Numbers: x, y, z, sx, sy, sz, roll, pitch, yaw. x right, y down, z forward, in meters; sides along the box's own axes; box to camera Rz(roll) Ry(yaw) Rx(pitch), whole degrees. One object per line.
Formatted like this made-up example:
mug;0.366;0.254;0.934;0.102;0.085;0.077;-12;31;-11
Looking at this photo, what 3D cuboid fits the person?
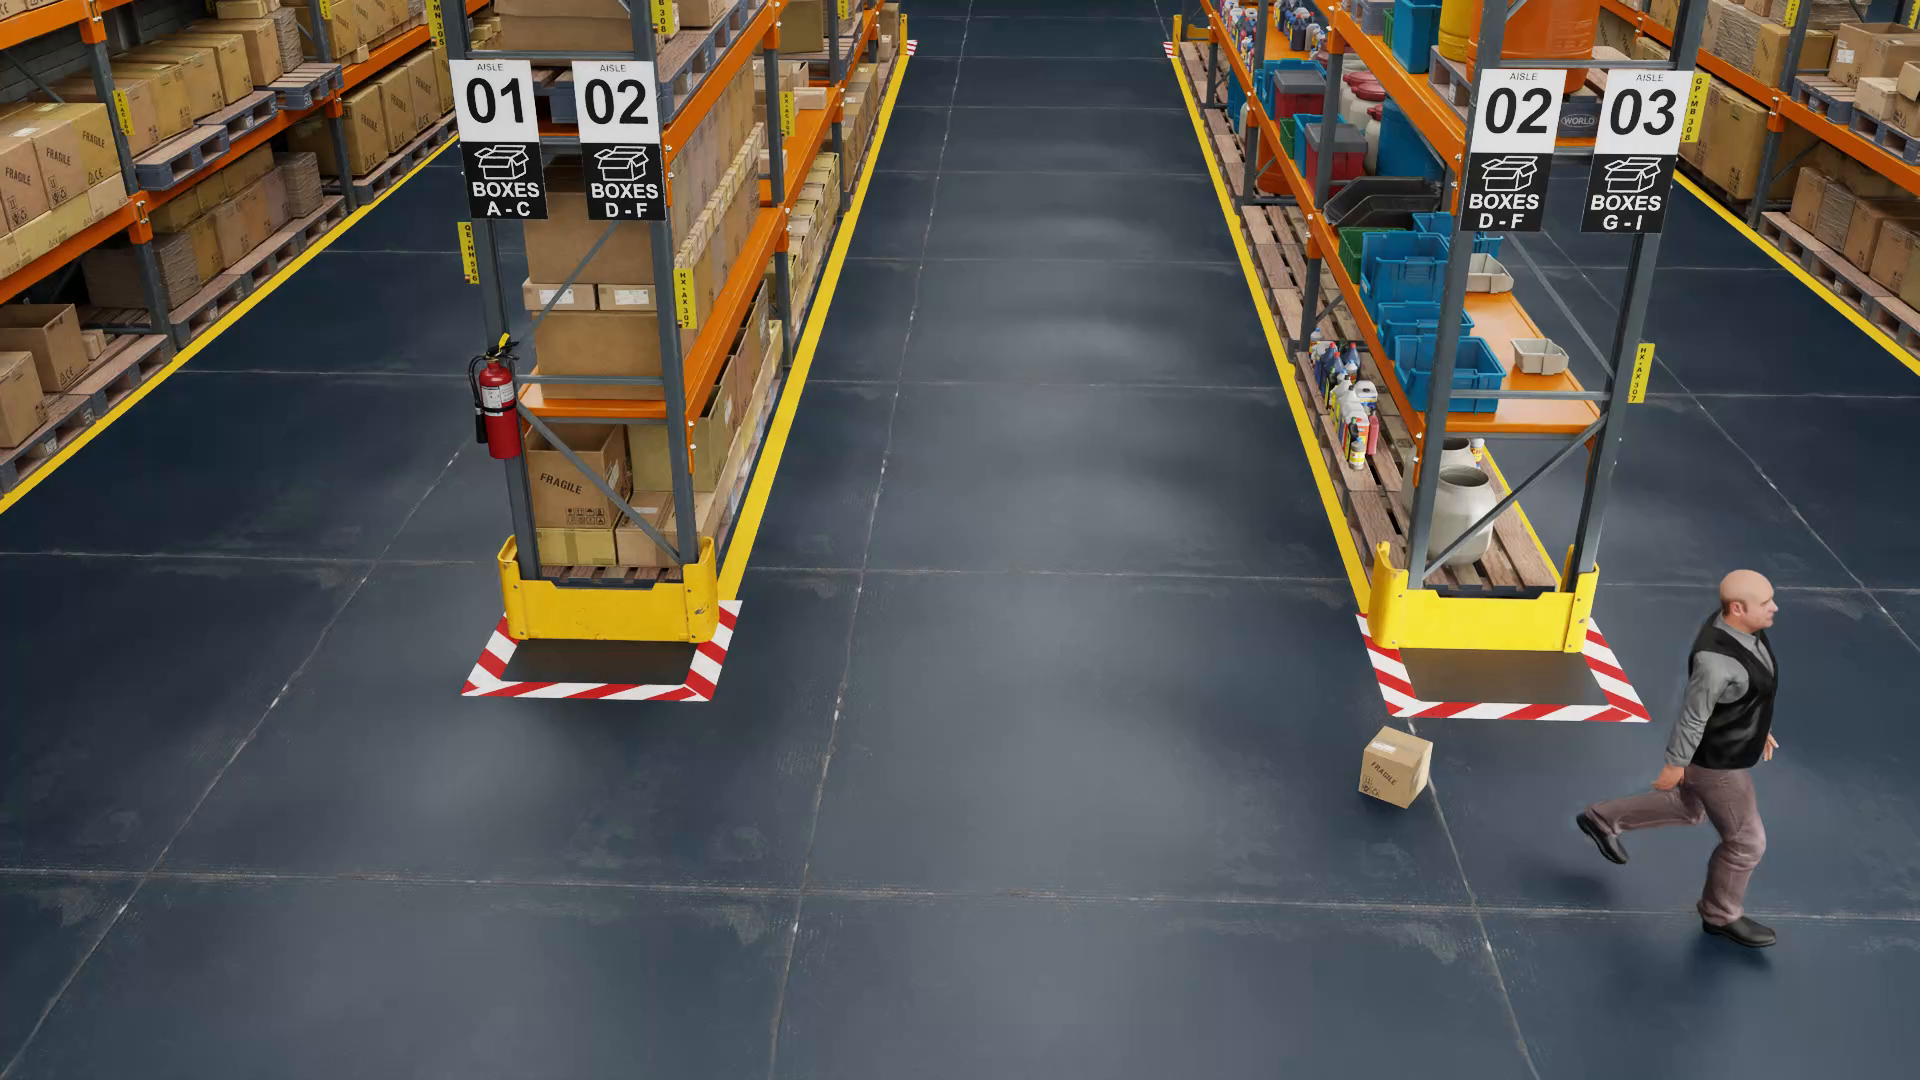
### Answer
person;3.149;0.868;6.983;0.877;1.689;0.537;15;31;26
